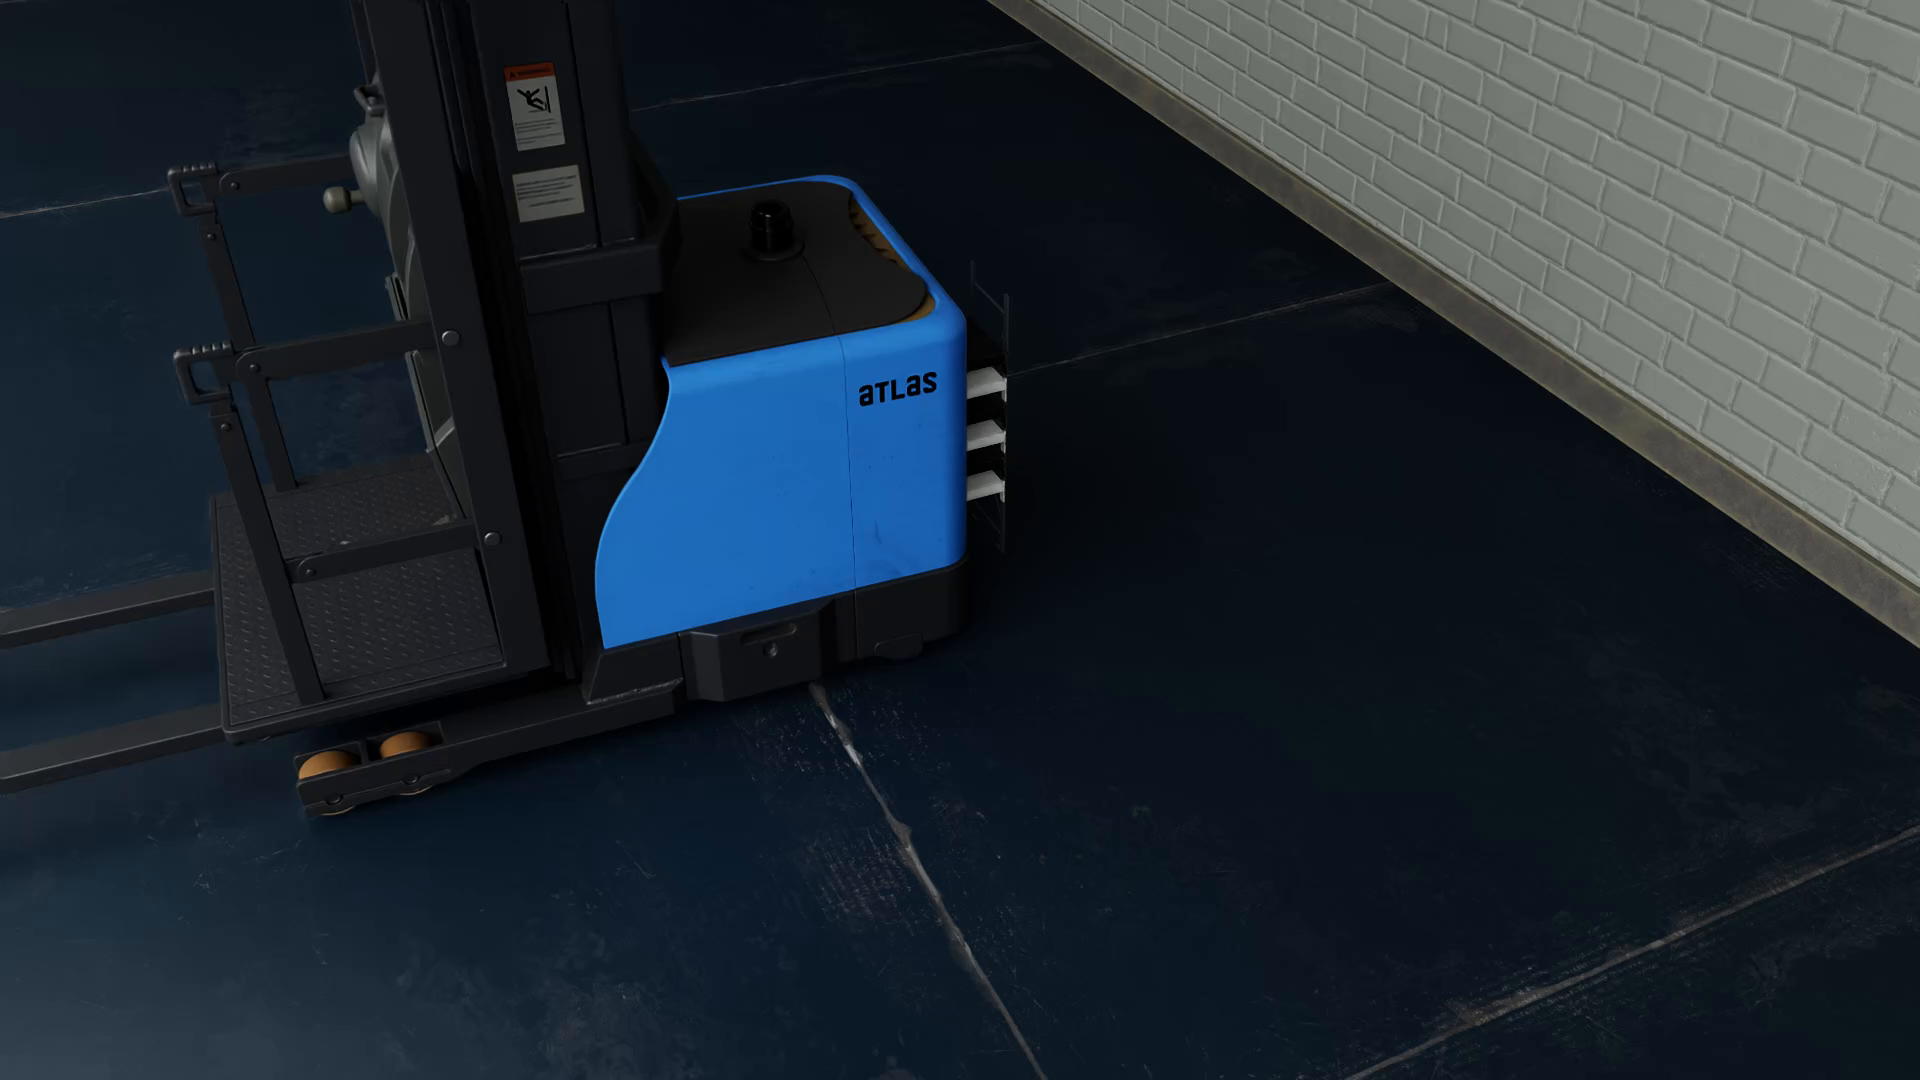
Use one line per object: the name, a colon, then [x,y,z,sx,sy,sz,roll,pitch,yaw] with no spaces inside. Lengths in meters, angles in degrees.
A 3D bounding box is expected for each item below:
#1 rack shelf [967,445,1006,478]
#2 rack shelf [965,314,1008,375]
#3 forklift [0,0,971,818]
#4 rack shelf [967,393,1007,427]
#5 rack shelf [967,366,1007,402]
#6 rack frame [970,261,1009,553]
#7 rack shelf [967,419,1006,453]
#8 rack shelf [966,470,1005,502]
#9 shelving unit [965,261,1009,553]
rack shelf: [-0.007,-0.260,5.053,0.200,0.077,0.258,-16,39,-20]
rack shelf: [-0.007,-0.549,4.838,0.200,0.077,0.258,-16,39,-20]
forklift: [-1.538,-0.825,3.902,3.031,2.935,1.130,-13,39,-17]
rack shelf: [-0.007,-0.405,4.945,0.200,0.077,0.258,-16,39,-20]
rack shelf: [-0.007,-0.477,4.892,0.200,0.077,0.258,-16,39,-20]
rack frame: [0.085,-0.385,5.014,0.006,0.900,0.240,-16,39,-20]
rack shelf: [-0.007,-0.333,4.999,0.200,0.077,0.258,-16,39,-20]
rack shelf: [-0.007,-0.188,5.106,0.200,0.077,0.258,-16,39,-20]
shelving unit: [-0.007,-0.359,4.979,0.210,0.900,0.258,-16,39,-20]
